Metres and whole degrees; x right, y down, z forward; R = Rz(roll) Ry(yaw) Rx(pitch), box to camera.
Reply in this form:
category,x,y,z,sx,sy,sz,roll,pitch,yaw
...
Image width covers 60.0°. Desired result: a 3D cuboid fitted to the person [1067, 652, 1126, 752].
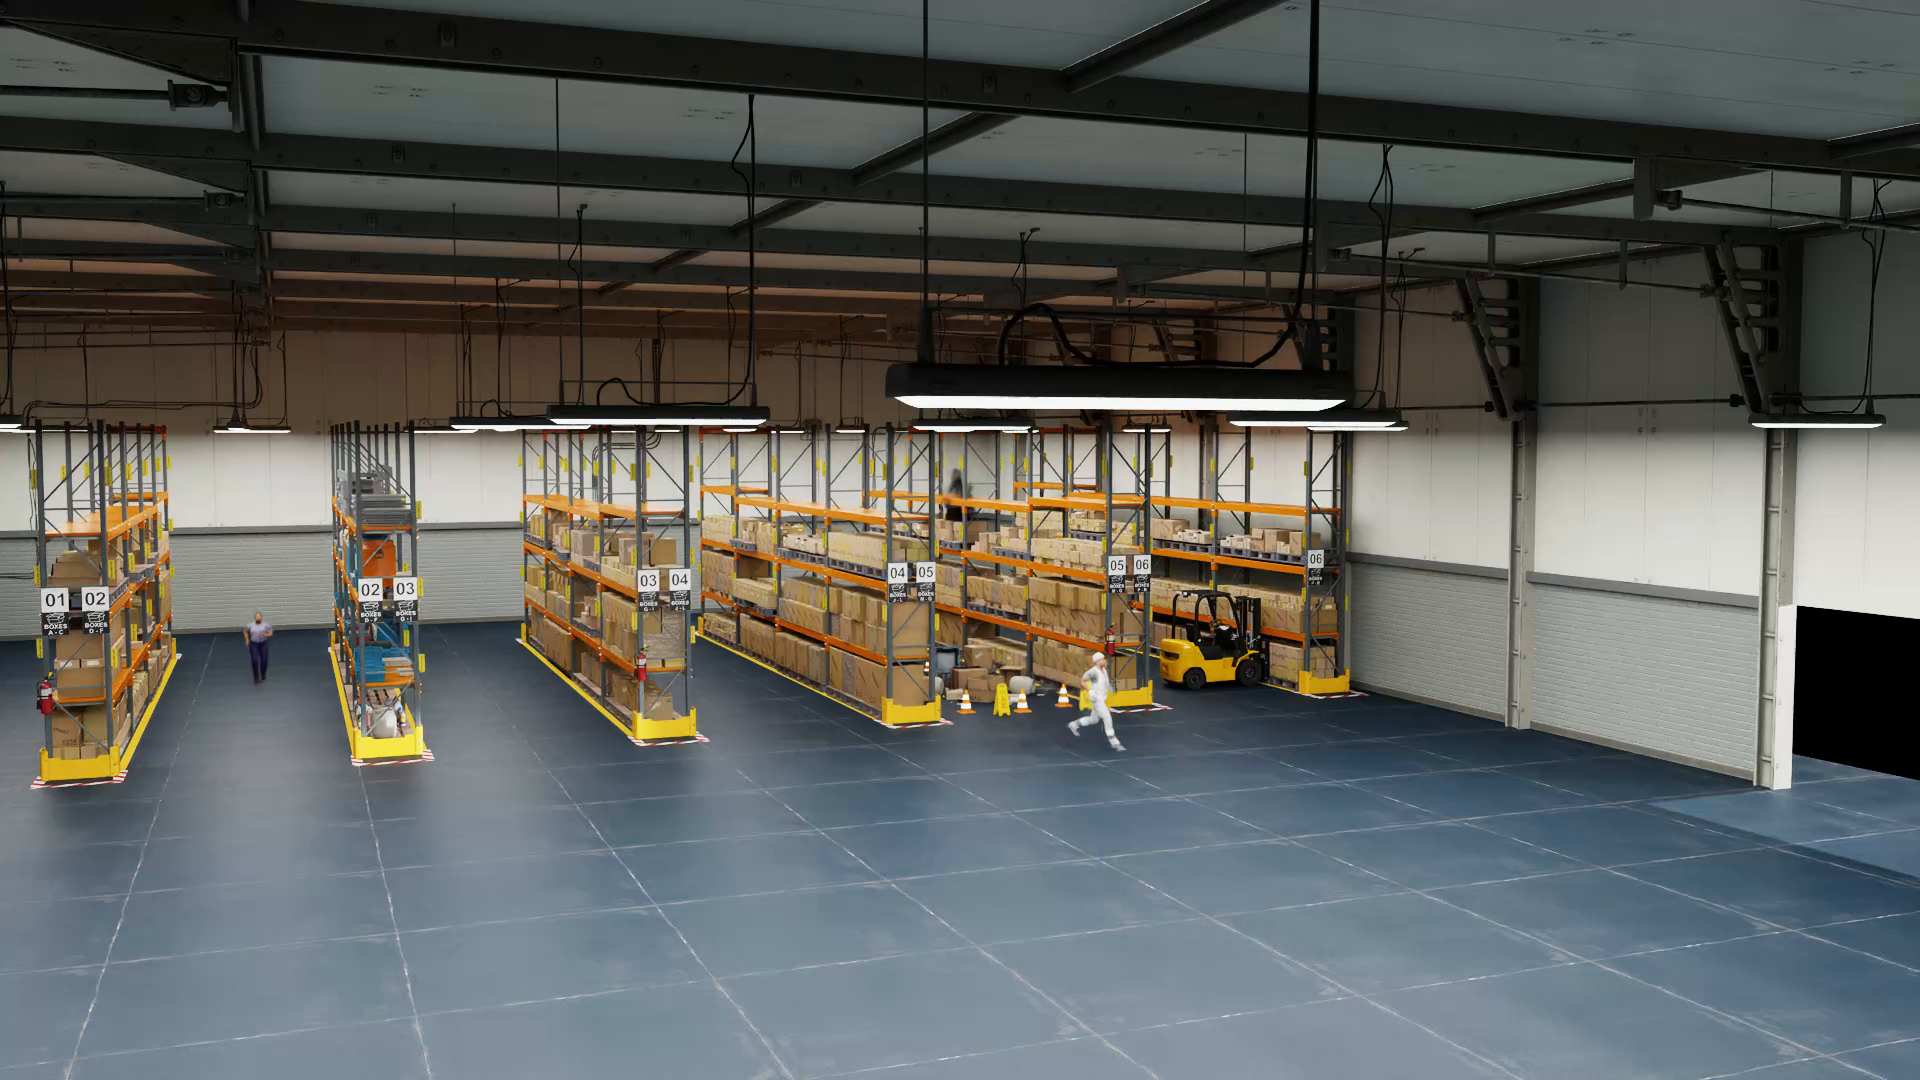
category,x,y,z,sx,sy,sz,roll,pitch,yaw
person,2.512,2.939,30.456,1.169,1.782,0.625,1,4,21

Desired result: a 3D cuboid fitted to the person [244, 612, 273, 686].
category,x,y,z,sx,sy,sz,roll,pitch,yaw
person,-16.191,2.482,38.421,0.601,1.648,0.934,-2,4,-28
